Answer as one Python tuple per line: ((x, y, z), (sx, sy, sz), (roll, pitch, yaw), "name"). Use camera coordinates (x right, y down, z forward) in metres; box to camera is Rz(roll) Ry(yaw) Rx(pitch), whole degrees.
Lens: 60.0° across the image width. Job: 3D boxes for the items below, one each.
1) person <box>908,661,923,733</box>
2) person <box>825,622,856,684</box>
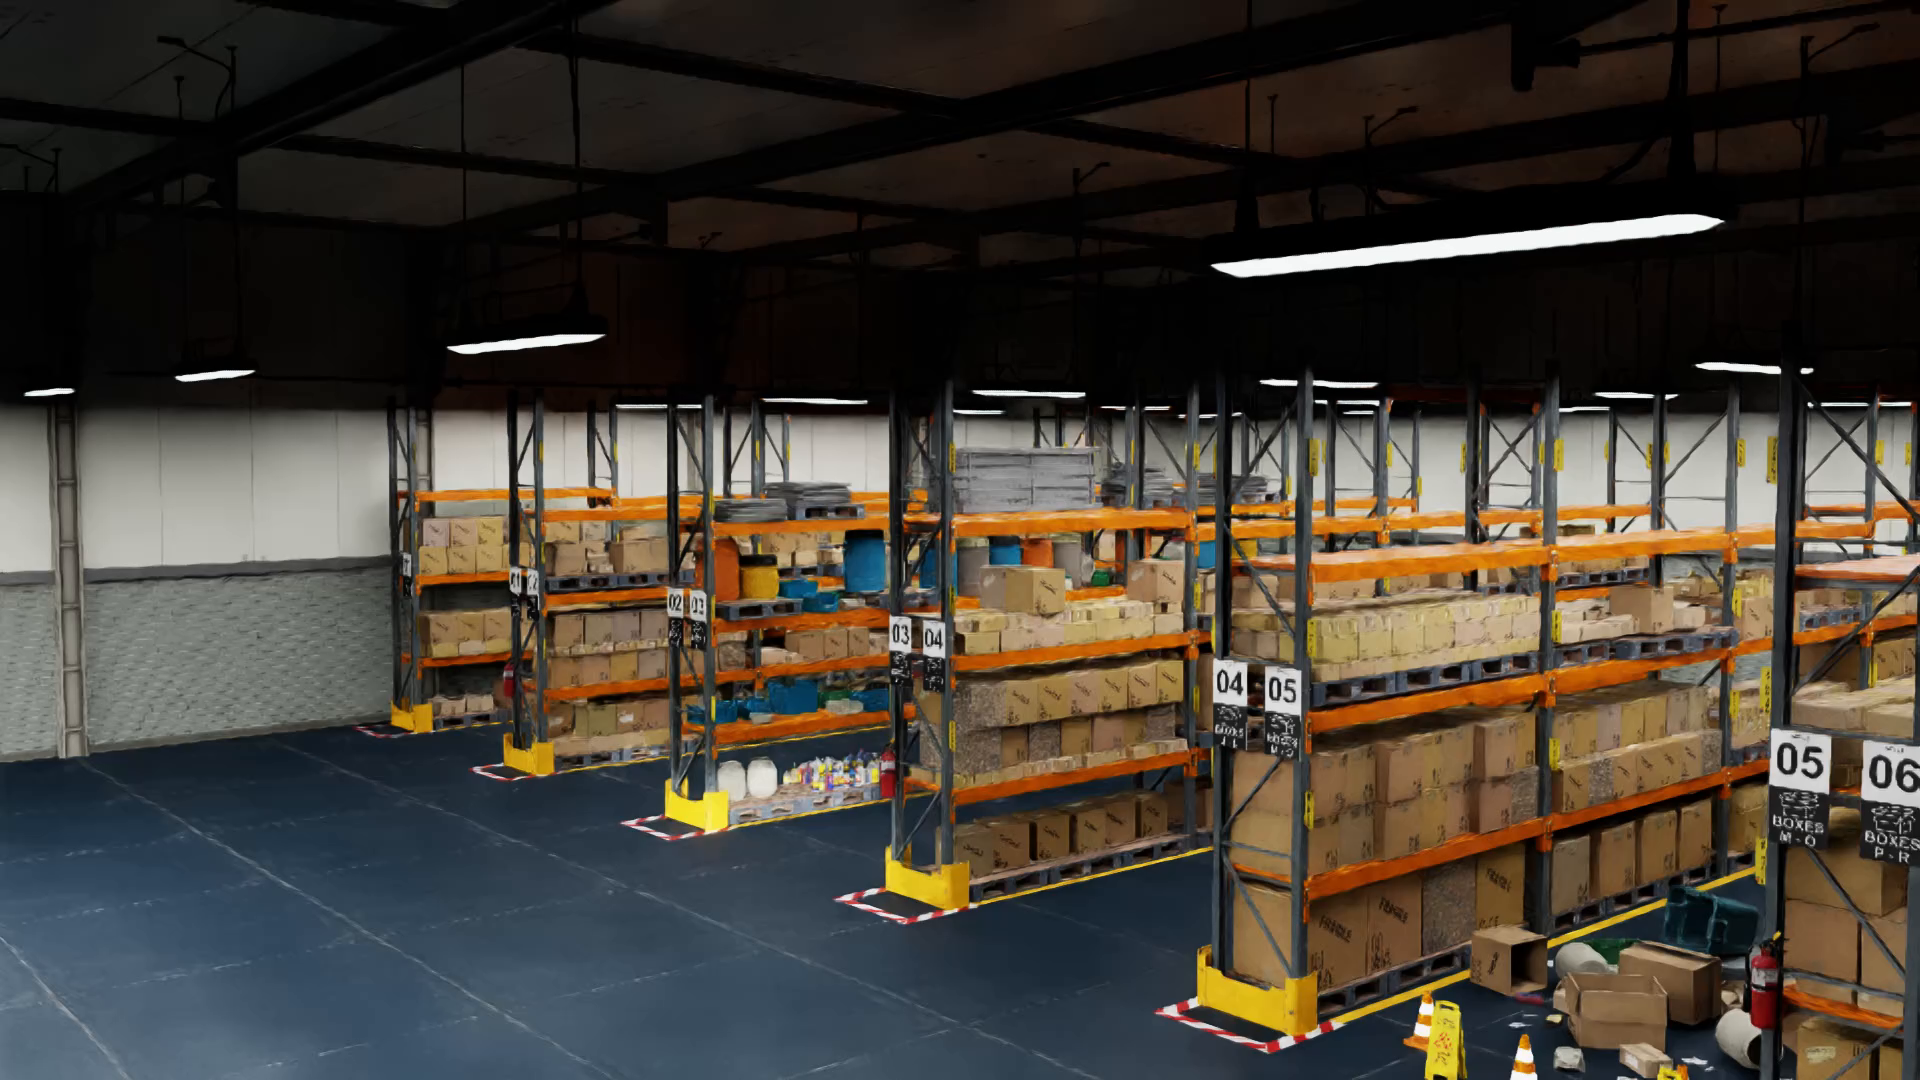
((-0.644, 2.575, 29.711), (1.121, 1.691, 0.577), (-3, 4, -38), "person")
((-2.426, 2.391, 33.641), (1.019, 1.612, 0.455), (-3, 4, -41), "person")
